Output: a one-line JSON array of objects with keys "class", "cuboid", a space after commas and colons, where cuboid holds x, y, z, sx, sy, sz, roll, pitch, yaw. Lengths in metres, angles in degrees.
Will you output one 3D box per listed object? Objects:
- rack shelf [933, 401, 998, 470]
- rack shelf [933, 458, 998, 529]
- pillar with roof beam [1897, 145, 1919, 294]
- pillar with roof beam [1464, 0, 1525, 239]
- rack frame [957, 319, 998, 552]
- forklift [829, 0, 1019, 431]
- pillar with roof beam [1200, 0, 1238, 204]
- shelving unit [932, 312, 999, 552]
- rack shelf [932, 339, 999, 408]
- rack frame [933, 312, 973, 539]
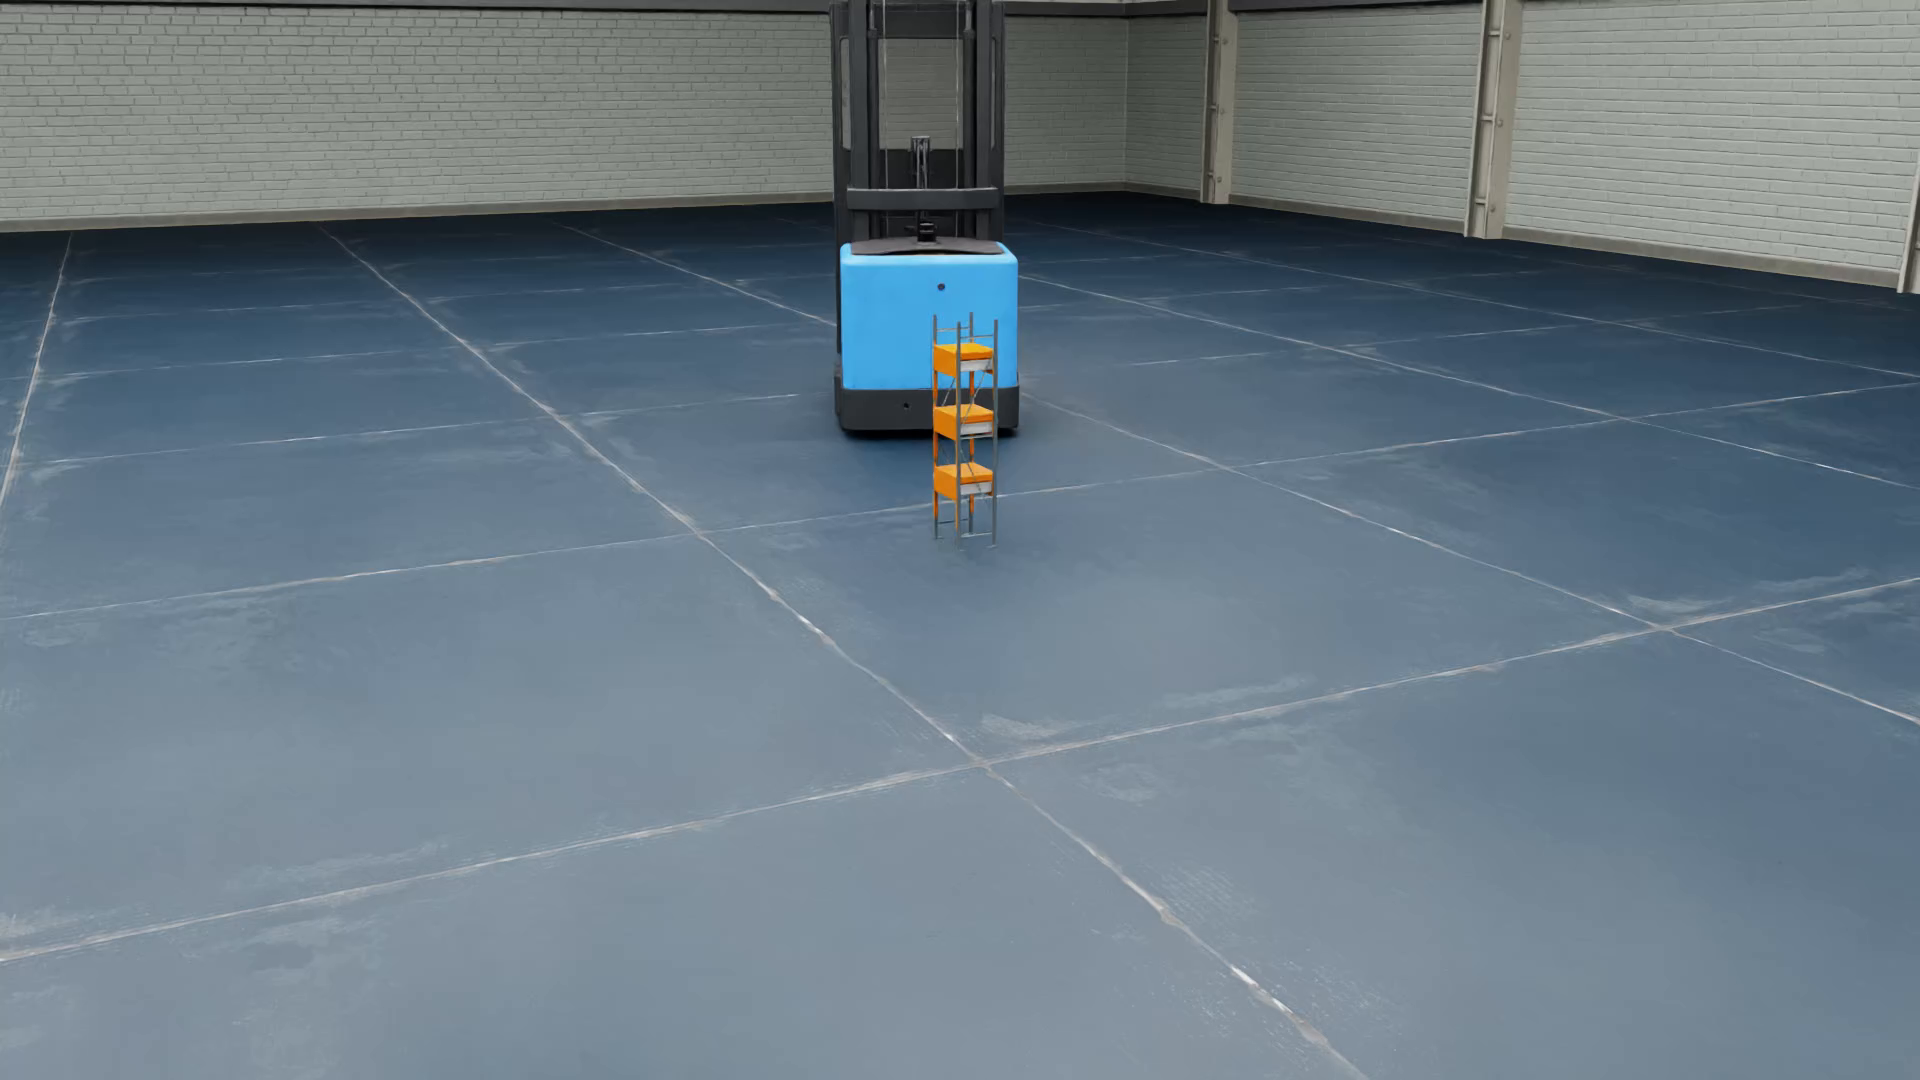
[{"class": "rack shelf", "cuboid": [0.023, -0.481, 7.563, 0.215, 0.259, 0.240, -8, 18, -25]}, {"class": "rack shelf", "cuboid": [0.023, -0.214, 7.639, 0.215, 0.259, 0.240, -8, 18, -25]}, {"class": "pillar with roof beam", "cuboid": [5.428, -6.174, 12.952, 9.100, 9.000, 0.400, -8, 18, -25]}, {"class": "pillar with roof beam", "cuboid": [2.800, -7.662, 18.137, 9.100, 9.000, 0.400, -8, 18, -25]}, {"class": "rack frame", "cuboid": [0.077, -0.461, 7.454, 0.200, 1.050, 0.008, -8, 18, -25]}, {"class": "forklift", "cuboid": [-0.284, -2.407, 10.825, 1.130, 2.935, 3.031, -1, 16, -4]}, {"class": "pillar with roof beam", "cuboid": [0.171, -9.150, 23.321, 9.100, 9.000, 0.400, -8, 18, -25]}, {"class": "shelving unit", "cuboid": [0.023, -0.491, 7.560, 0.215, 1.050, 0.252, -8, 18, -25]}, {"class": "rack shelf", "cuboid": [0.023, -0.754, 7.484, 0.215, 0.259, 0.240, -8, 18, -25]}, {"class": "rack frame", "cuboid": [-0.030, -0.522, 7.665, 0.200, 1.050, 0.008, -8, 18, -25]}]
